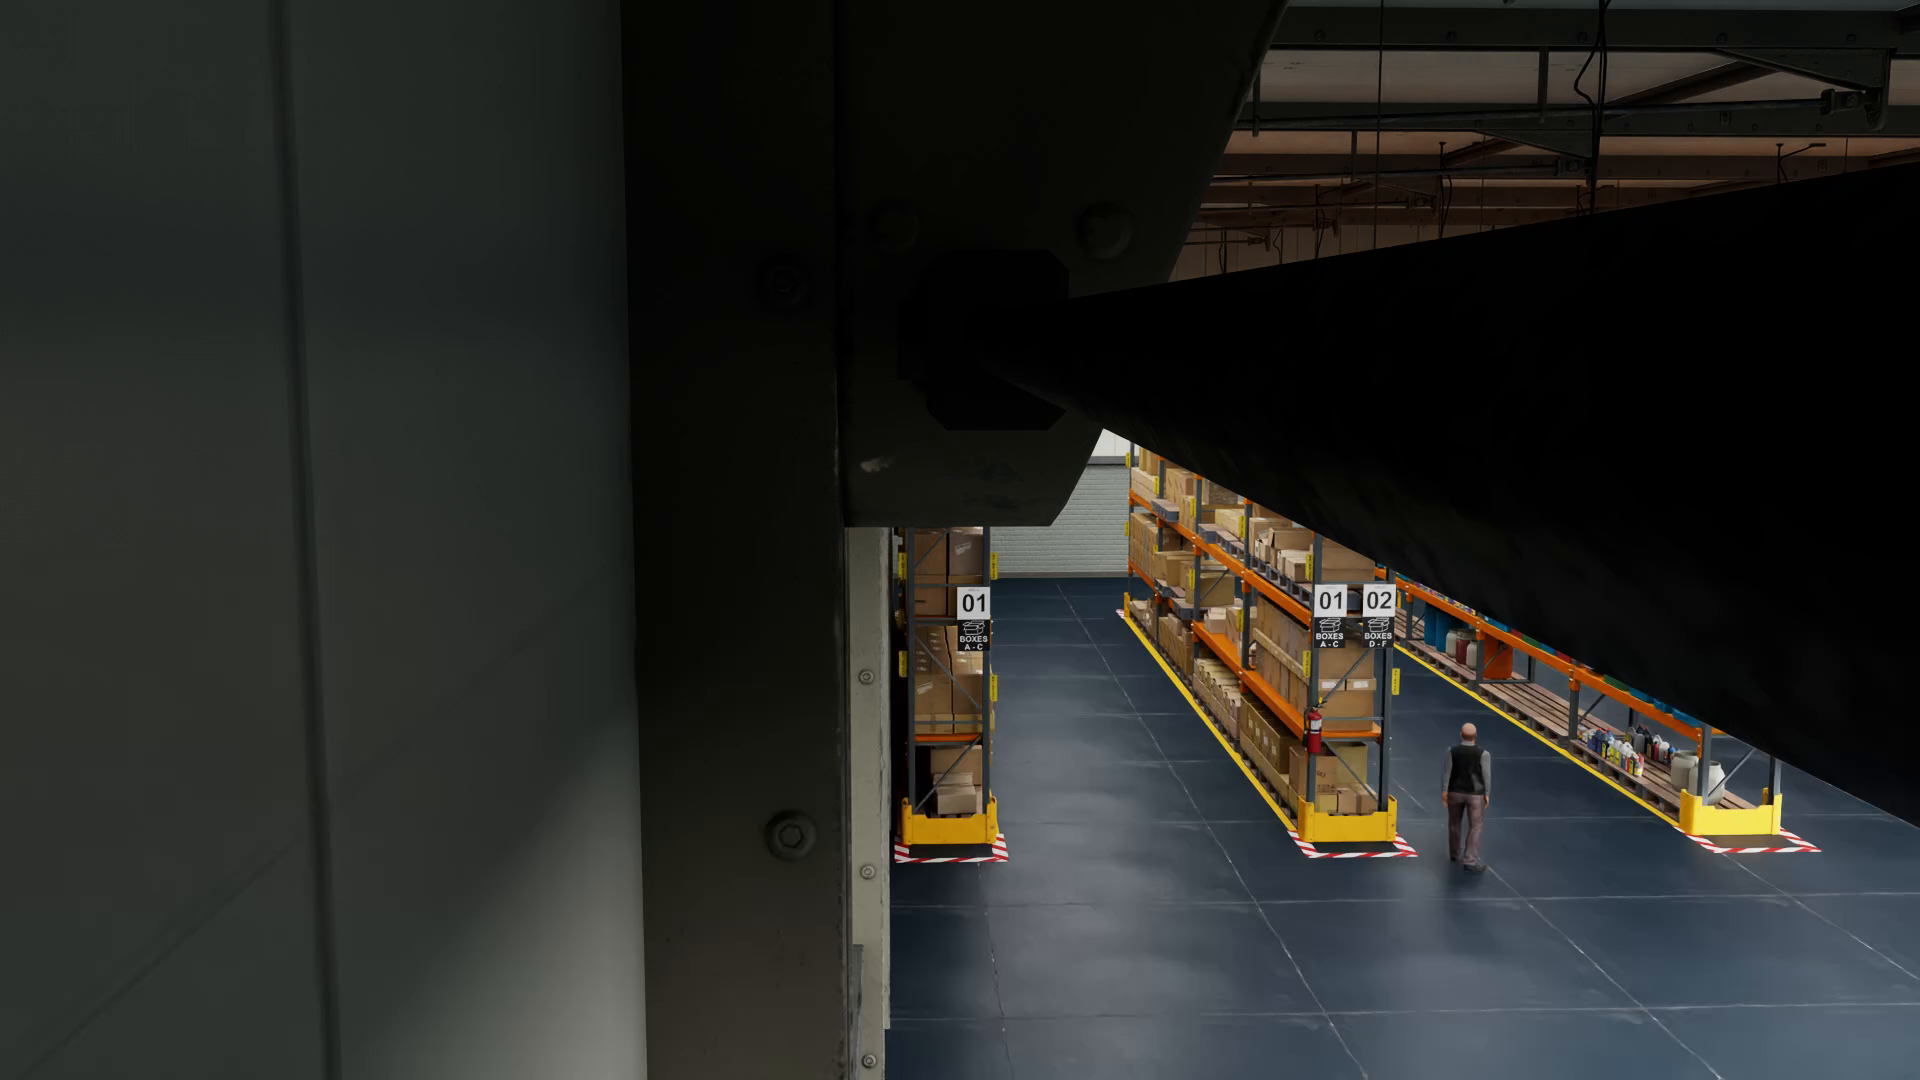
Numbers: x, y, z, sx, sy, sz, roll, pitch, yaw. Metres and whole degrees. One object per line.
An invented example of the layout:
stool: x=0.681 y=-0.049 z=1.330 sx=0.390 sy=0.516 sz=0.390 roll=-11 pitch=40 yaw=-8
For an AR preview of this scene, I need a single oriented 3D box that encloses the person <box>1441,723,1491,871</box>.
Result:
person: x=5.957 y=2.996 z=19.559 sx=0.558 sy=1.721 sz=0.753 roll=3 pitch=8 yaw=25
